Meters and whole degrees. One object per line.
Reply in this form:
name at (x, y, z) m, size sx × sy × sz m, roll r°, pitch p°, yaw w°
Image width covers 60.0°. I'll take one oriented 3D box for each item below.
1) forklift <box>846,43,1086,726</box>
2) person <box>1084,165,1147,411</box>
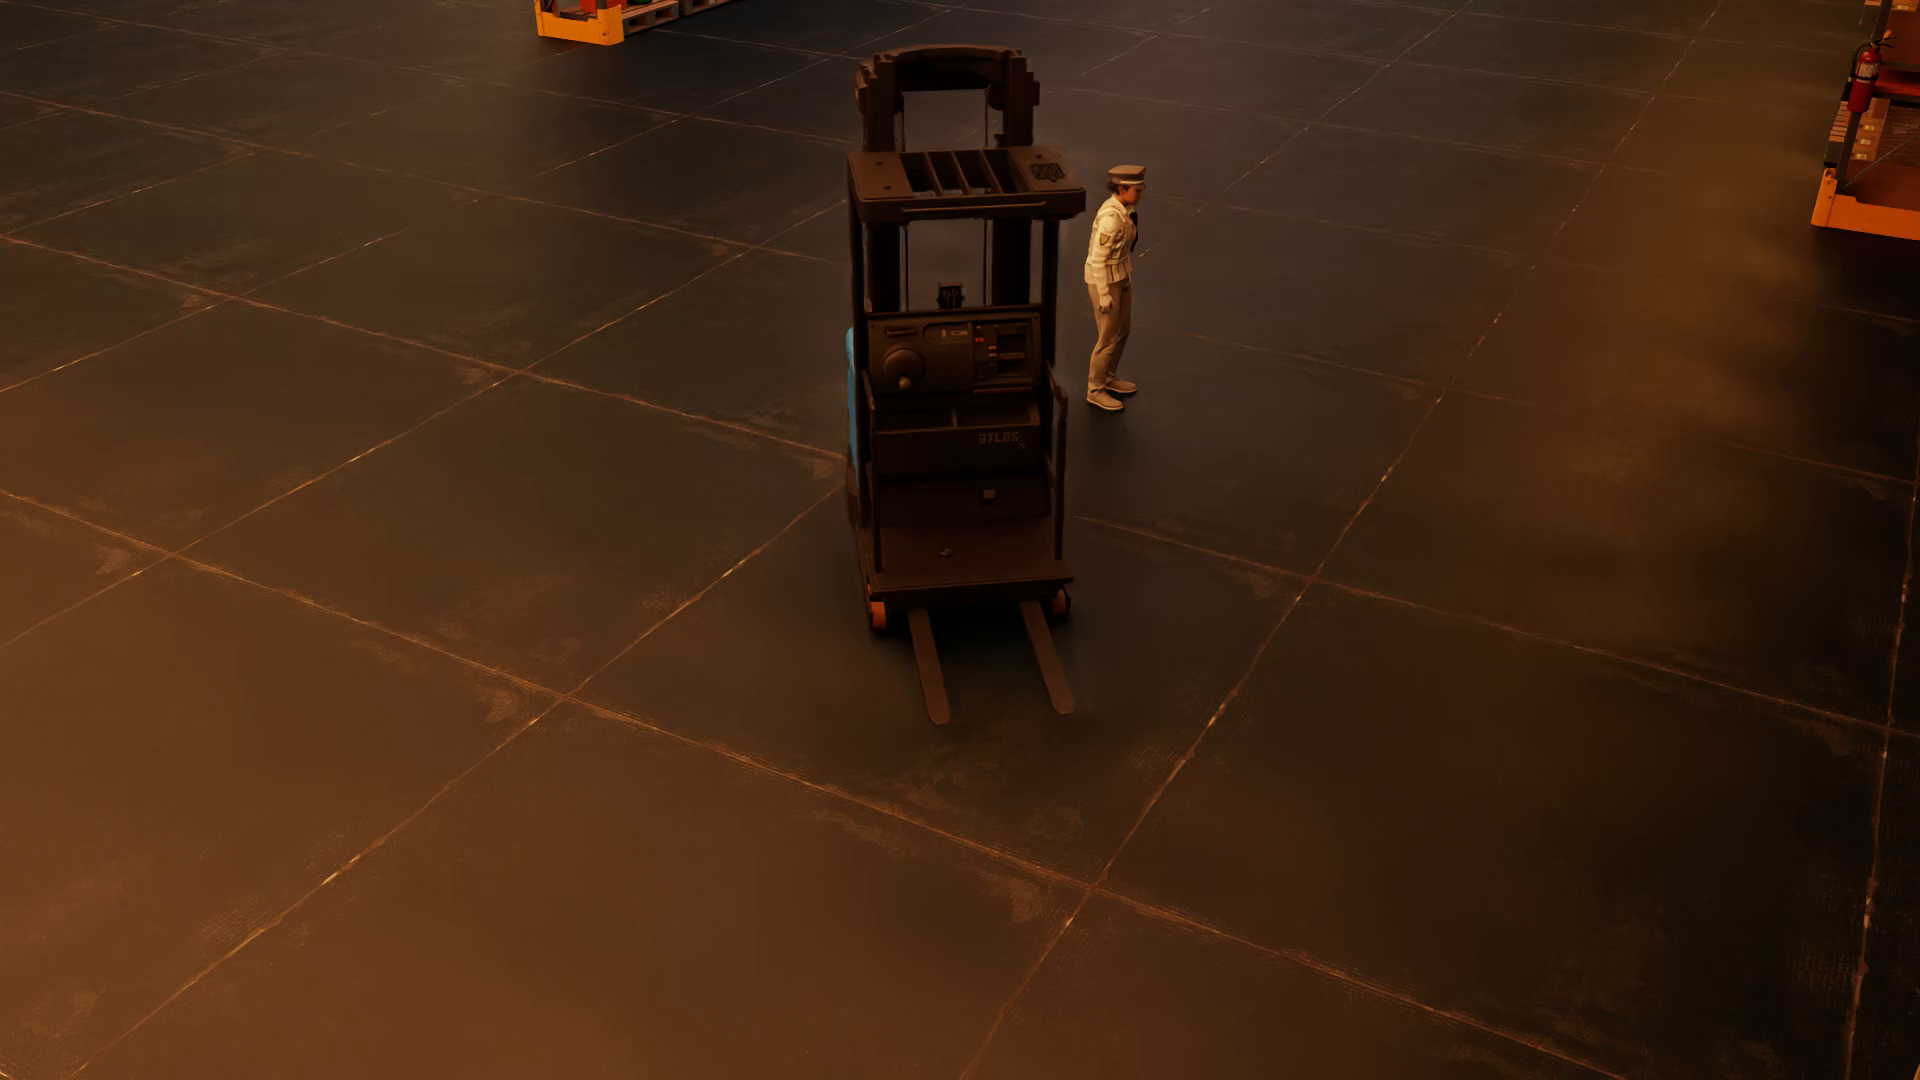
forklift at (0.007, -0.958, 8.730) m, size 1.130 × 2.935 × 3.031 m, roll -4°, pitch 30°, yaw -7°
person at (1.051, -1.749, 11.372) m, size 0.374 × 1.662 × 0.536 m, roll 13°, pitch 32°, yaw 21°
